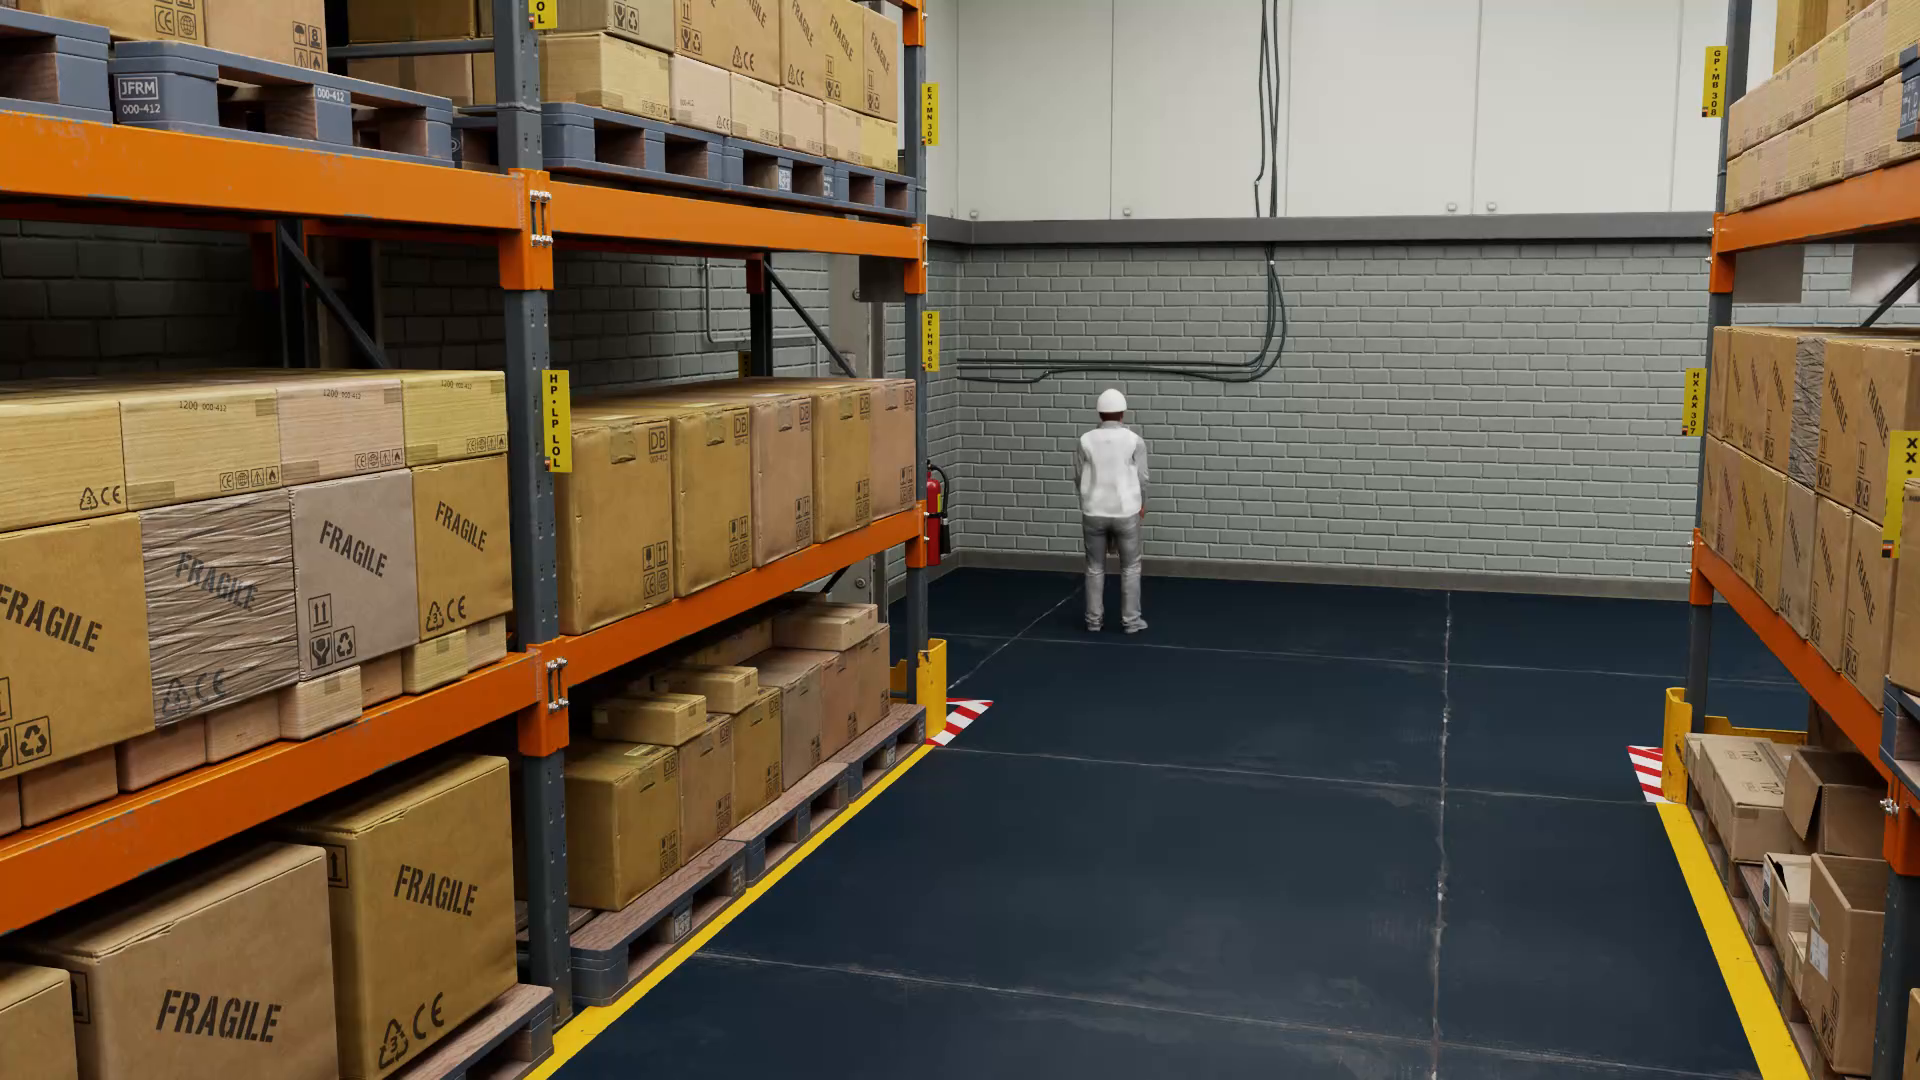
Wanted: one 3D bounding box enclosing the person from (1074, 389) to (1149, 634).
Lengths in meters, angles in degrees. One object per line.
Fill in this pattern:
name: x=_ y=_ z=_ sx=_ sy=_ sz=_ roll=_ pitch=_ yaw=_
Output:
person: x=1.106 y=-0.212 z=12.175 sx=0.553 sy=1.778 sz=0.435 roll=2 pitch=9 yaw=15
